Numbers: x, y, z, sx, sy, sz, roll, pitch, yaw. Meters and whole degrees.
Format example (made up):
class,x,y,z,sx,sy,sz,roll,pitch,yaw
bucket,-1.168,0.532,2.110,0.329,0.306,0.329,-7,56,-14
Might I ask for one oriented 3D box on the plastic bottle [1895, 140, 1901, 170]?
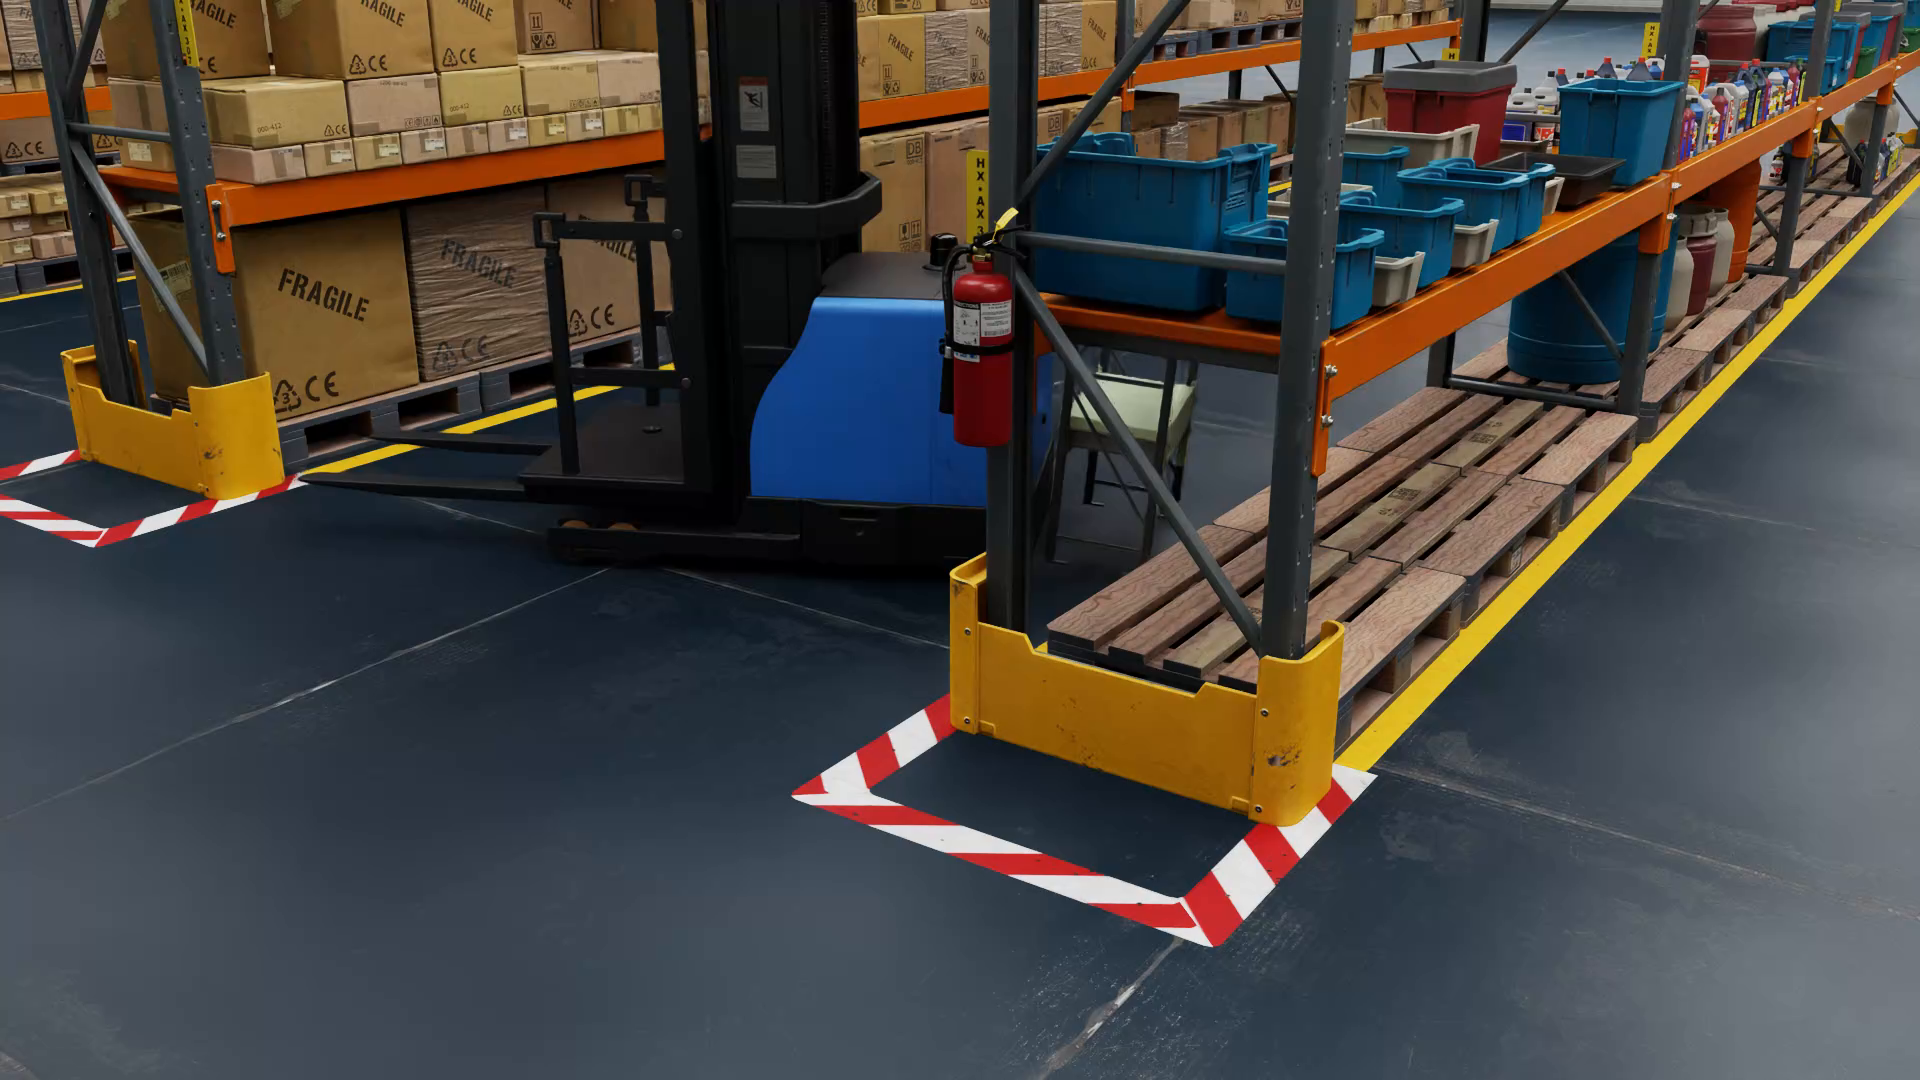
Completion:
class,x,y,z,sx,sy,sz,roll,pitch,yaw
plastic bottle,8.608,-3.575,15.397,0.152,0.276,0.135,13,24,30

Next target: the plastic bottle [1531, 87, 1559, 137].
class,x,y,z,sx,sy,sz,roll,pitch,yaw
plastic bottle,2.934,-2.145,8.419,0.152,0.276,0.135,13,24,32

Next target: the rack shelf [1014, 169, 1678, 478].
class,x,y,z,sx,sy,sz,roll,pitch,yaw
rack shelf,1.650,-1.011,6.211,1.077,0.370,4.000,13,24,32

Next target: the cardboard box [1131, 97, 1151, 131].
class,x,y,z,sx,sy,sz,roll,pitch,yaw
cardboard box,1.279,-3.619,14.114,0.500,0.250,0.500,14,25,34

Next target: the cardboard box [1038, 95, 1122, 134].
class,x,y,z,sx,sy,sz,roll,pitch,yaw
cardboard box,0.522,-3.042,13.123,1.225,0.875,0.875,12,23,29

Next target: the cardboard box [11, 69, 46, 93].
class,x,y,z,sx,sy,sz,roll,pitch,yaw
cardboard box,-6.328,-3.105,11.199,0.380,0.149,0.250,14,25,34

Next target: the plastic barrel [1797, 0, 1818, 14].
class,x,y,z,sx,sy,sz,roll,pitch,yaw
plastic barrel,6.553,-4.049,13.193,0.433,0.535,0.433,0,20,0

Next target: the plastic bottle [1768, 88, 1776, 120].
class,x,y,z,sx,sy,sz,roll,pitch,yaw
plastic bottle,4.611,-2.514,9.524,0.097,0.201,0.097,0,20,0

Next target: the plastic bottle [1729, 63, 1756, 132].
class,x,y,z,sx,sy,sz,roll,pitch,yaw
plastic bottle,4.203,-2.391,8.975,0.144,0.351,0.185,13,24,32

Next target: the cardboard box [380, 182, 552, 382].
class,x,y,z,sx,sy,sz,roll,pitch,yaw
cardboard box,-2.765,-1.401,8.686,0.875,0.875,0.875,13,24,32

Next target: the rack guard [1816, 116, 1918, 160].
class,x,y,z,sx,sy,sz,roll,pitch,yaw
rack guard,9.516,-4.162,17.296,1.175,0.500,0.348,13,24,32

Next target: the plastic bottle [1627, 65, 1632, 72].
class,x,y,z,sx,sy,sz,roll,pitch,yaw
plastic bottle,3.960,-2.683,9.880,0.097,0.271,0.097,0,20,0

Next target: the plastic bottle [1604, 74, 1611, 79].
class,x,y,z,sx,sy,sz,roll,pitch,yaw
plastic bottle,3.592,-2.458,9.271,0.097,0.271,0.097,0,20,0

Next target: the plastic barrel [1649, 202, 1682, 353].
class,x,y,z,sx,sy,sz,roll,pitch,yaw
plastic barrel,3.493,-1.491,8.891,0.600,0.901,0.708,13,24,32

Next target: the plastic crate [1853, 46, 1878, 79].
class,x,y,z,sx,sy,sz,roll,pitch,yaw
plastic crate,6.526,-3.563,12.380,0.450,0.188,0.662,13,24,32

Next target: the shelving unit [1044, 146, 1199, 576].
class,x,y,z,sx,sy,sz,roll,pitch,yaw
shelving unit,0.684,-0.702,6.437,0.431,1.500,0.755,10,22,13

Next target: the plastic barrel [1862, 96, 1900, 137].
class,x,y,z,sx,sy,sz,roll,pitch,yaw
plastic barrel,9.214,-4.192,16.754,0.421,0.512,0.421,0,20,0

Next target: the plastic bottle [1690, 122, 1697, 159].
class,x,y,z,sx,sy,sz,roll,pitch,yaw
plastic bottle,3.458,-1.926,7.934,0.097,0.201,0.097,0,20,0

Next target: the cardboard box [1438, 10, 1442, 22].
class,x,y,z,sx,sy,sz,roll,pitch,yaw
cardboard box,5.293,-6.020,19.077,0.380,0.149,0.250,13,24,32

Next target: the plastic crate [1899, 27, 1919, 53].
class,x,y,z,sx,sy,sz,roll,pitch,yaw
plastic crate,8.268,-4.453,14.784,0.450,0.188,0.662,13,24,32

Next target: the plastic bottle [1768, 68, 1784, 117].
class,x,y,z,sx,sy,sz,roll,pitch,yaw
plastic bottle,4.720,-2.603,9.663,0.097,0.271,0.097,0,20,0

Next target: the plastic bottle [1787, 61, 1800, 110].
class,x,y,z,sx,sy,sz,roll,pitch,yaw
plastic bottle,5.019,-2.750,10.043,0.061,0.283,0.133,13,24,32

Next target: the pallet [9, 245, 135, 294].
class,x,y,z,sx,sy,sz,roll,pitch,yaw
pallet,-6.400,-2.025,11.936,1.003,0.211,1.213,13,24,32

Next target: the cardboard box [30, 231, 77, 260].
class,x,y,z,sx,sy,sz,roll,pitch,yaw
cardboard box,-6.332,-2.046,11.477,0.380,0.149,0.250,12,23,29

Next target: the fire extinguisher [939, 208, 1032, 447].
class,x,y,z,sx,sy,sz,roll,pitch,yaw
fire extinguisher,0.065,-0.609,4.736,0.296,0.674,0.183,13,24,32

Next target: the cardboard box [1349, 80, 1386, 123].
class,x,y,z,sx,sy,sz,roll,pitch,yaw
cardboard box,4.384,-4.826,18.485,0.500,0.500,0.500,16,26,37

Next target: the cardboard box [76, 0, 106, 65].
class,x,y,z,sx,sy,sz,roll,pitch,yaw
cardboard box,-5.979,-3.586,11.562,0.500,0.500,0.500,13,24,32

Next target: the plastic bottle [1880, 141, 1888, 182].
class,x,y,z,sx,sy,sz,roll,pitch,yaw
plastic bottle,8.069,-3.332,14.634,0.144,0.351,0.185,14,25,33

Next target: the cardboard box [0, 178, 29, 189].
class,x,y,z,sx,sy,sz,roll,pitch,yaw
cardboard box,-6.755,-2.441,11.686,0.380,0.149,0.250,12,24,30

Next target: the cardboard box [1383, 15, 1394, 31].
class,x,y,z,sx,sy,sz,roll,pitch,yaw
cardboard box,4.377,-5.502,17.677,0.380,0.149,0.250,13,24,32

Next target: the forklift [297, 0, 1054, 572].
class,x,y,z,sx,sy,sz,roll,pitch,yaw
forklift,-1.164,-1.449,6.458,3.031,2.935,1.130,3,21,8

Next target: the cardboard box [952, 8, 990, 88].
class,x,y,z,sx,sy,sz,roll,pitch,yaw
cardboard box,-0.007,-3.455,11.639,0.500,0.500,0.500,14,24,33

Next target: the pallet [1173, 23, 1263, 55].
class,x,y,z,sx,sy,sz,roll,pitch,yaw
pallet,2.006,-4.522,14.942,1.003,0.211,1.213,13,24,32

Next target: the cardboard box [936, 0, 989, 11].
class,x,y,z,sx,sy,sz,roll,pitch,yaw
cardboard box,-0.238,-3.966,11.574,0.797,0.503,0.637,14,25,34

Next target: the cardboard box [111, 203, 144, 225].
class,x,y,z,sx,sy,sz,roll,pitch,yaw
cardboard box,-6.076,-2.368,11.919,0.380,0.149,0.250,12,23,29

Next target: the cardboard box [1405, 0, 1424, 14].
class,x,y,z,sx,sy,sz,roll,pitch,yaw
cardboard box,4.593,-6.063,18.260,0.875,0.500,0.500,13,24,32

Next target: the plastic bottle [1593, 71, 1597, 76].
class,x,y,z,sx,sy,sz,roll,pitch,yaw
plastic bottle,3.516,-2.473,9.296,0.061,0.283,0.133,13,24,32

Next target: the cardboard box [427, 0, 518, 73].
class,x,y,z,sx,sy,sz,roll,pitch,yaw
cardboard box,-2.510,-2.540,8.013,0.500,0.500,0.500,13,24,30

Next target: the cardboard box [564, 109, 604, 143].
class,x,y,z,sx,sy,sz,roll,pitch,yaw
cardboard box,-2.088,-2.177,8.689,0.380,0.149,0.250,14,24,33

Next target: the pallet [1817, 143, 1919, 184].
class,x,y,z,sx,sy,sz,roll,pitch,yaw
pallet,9.055,-3.794,16.718,1.003,0.211,1.213,13,24,32

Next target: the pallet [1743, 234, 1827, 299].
class,x,y,z,sx,sy,sz,roll,pitch,yaw
pallet,5.491,-1.977,11.804,1.003,0.211,1.213,13,24,32

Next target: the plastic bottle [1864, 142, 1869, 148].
class,x,y,z,sx,sy,sz,roll,pitch,yaw
plastic bottle,8.277,-3.495,15.181,0.152,0.276,0.135,13,24,32

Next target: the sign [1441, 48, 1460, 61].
class,x,y,z,sx,sy,sz,roll,pitch,yaw
sign,2.321,-2.160,7.881,0.100,0.325,0.005,13,24,32

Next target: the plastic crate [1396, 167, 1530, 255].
class,x,y,z,sx,sy,sz,roll,pitch,yaw
plastic crate,1.677,-1.108,5.593,0.416,0.233,0.300,13,24,32

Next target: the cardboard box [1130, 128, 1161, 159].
class,x,y,z,sx,sy,sz,roll,pitch,yaw
cardboard box,1.287,-3.266,14.239,0.700,0.500,0.500,12,23,29

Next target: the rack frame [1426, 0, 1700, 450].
class,x,y,z,sx,sy,sz,roll,pitch,yaw
rack frame,2.775,-1.922,7.638,1.000,3.000,0.127,13,24,32

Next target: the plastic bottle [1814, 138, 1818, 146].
class,x,y,z,sx,sy,sz,roll,pitch,yaw
plastic bottle,7.868,-3.564,15.357,0.061,0.283,0.133,13,24,32

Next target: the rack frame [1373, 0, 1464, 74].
class,x,y,z,sx,sy,sz,roll,pitch,yaw
rack frame,5.424,-6.331,19.557,1.000,3.000,0.127,13,24,32

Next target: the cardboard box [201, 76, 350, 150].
class,x,y,z,sx,sy,sz,roll,pitch,yaw
cardboard box,-3.077,-1.895,7.351,0.500,0.250,0.500,13,24,30

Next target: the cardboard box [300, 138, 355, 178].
class,x,y,z,sx,sy,sz,roll,pitch,yaw
cardboard box,-2.955,-1.734,7.491,0.380,0.149,0.250,13,24,31

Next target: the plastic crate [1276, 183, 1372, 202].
class,x,y,z,sx,sy,sz,roll,pitch,yaw
plastic crate,1.297,-1.202,5.984,0.298,0.136,0.250,13,24,32

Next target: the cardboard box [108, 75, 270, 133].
class,x,y,z,sx,sy,sz,roll,pitch,yaw
cardboard box,-3.517,-2.000,7.636,0.500,0.250,0.500,13,24,31

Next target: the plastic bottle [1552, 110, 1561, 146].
class,x,y,z,sx,sy,sz,roll,pitch,yaw
plastic bottle,3.048,-2.091,8.380,0.097,0.201,0.097,0,20,0
